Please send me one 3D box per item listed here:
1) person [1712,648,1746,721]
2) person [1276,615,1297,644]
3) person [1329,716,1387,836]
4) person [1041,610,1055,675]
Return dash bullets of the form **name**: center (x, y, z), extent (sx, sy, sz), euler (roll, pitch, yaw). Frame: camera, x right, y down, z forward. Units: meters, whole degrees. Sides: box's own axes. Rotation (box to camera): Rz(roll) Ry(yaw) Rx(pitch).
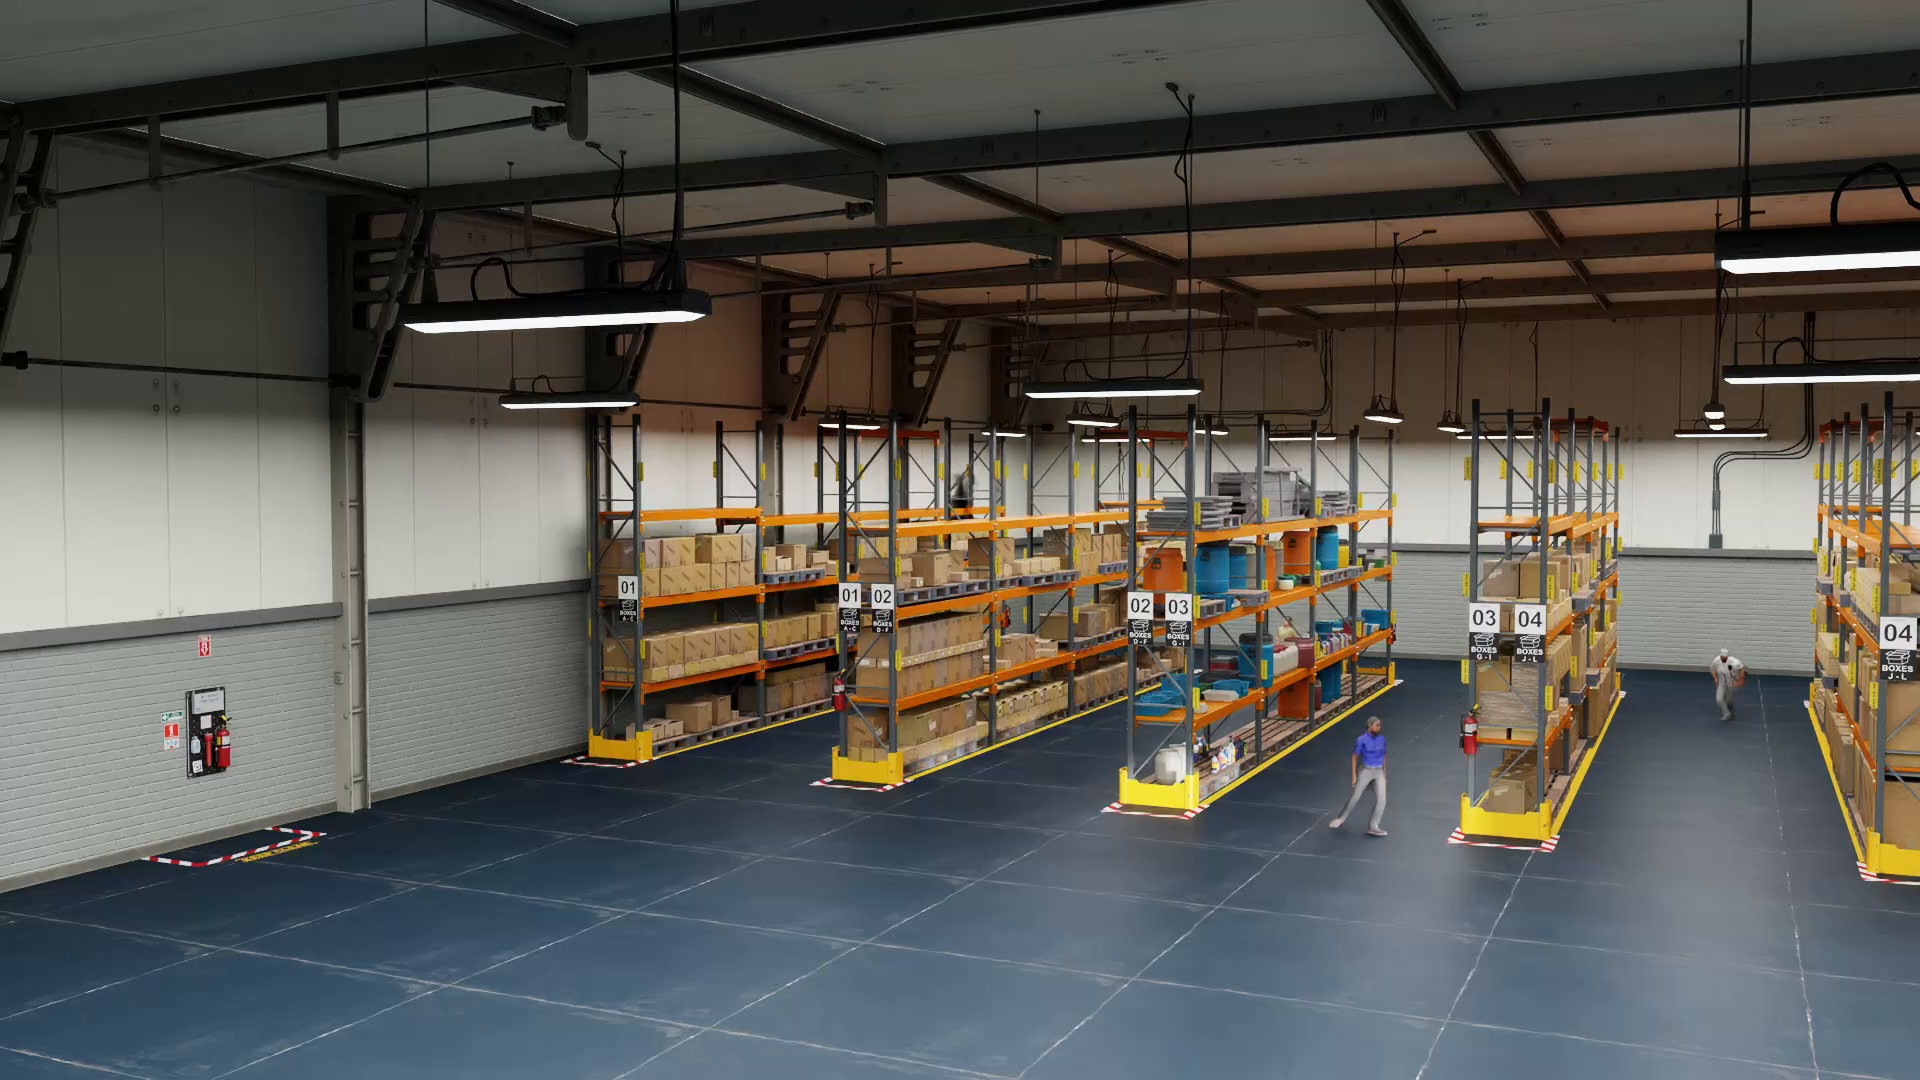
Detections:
- **person**: center (15.413, 2.891, 33.346), extent (0.619, 1.490, 0.911), euler (2, 3, 35)
- **person**: center (7.574, 2.574, 38.750), extent (0.546, 1.633, 0.608), euler (1, 3, 25)
- **person**: center (5.542, 3.237, 22.975), extent (0.719, 1.627, 0.637), euler (-1, 2, -19)
- **person**: center (2.151, 2.527, 38.873), extent (0.668, 1.817, 0.849), euler (2, 3, 33)
